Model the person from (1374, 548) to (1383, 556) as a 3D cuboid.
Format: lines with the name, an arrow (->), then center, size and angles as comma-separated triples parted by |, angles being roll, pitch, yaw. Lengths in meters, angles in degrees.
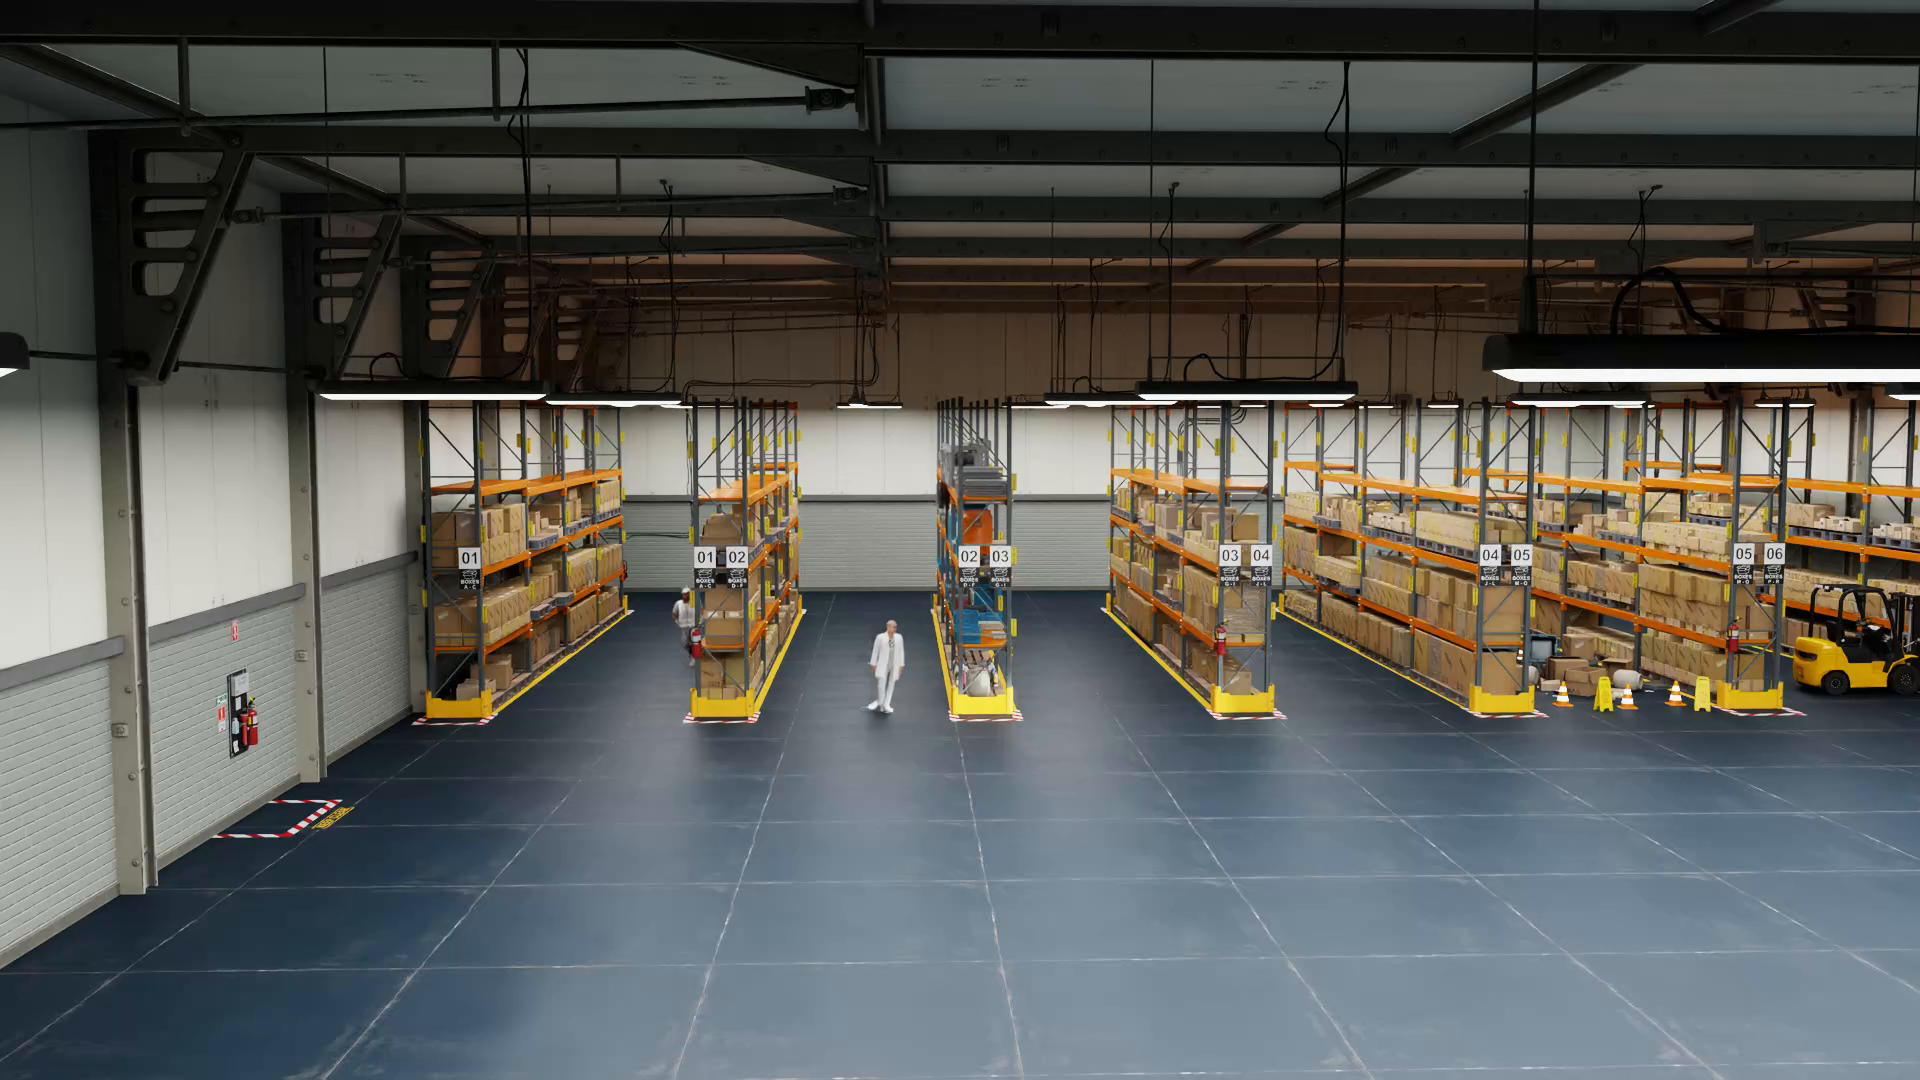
person -> 12.303, 1.084, 49.187 | 0.695, 1.718, 0.588 | -1, 5, -12

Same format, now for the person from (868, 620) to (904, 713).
person -> -1.380, 2.395, 31.441 | 0.673, 1.766, 0.514 | -2, 5, -21

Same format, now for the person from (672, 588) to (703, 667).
person -> -6.145, 1.954, 37.526 | 0.692, 1.759, 0.877 | 0, 4, -3
